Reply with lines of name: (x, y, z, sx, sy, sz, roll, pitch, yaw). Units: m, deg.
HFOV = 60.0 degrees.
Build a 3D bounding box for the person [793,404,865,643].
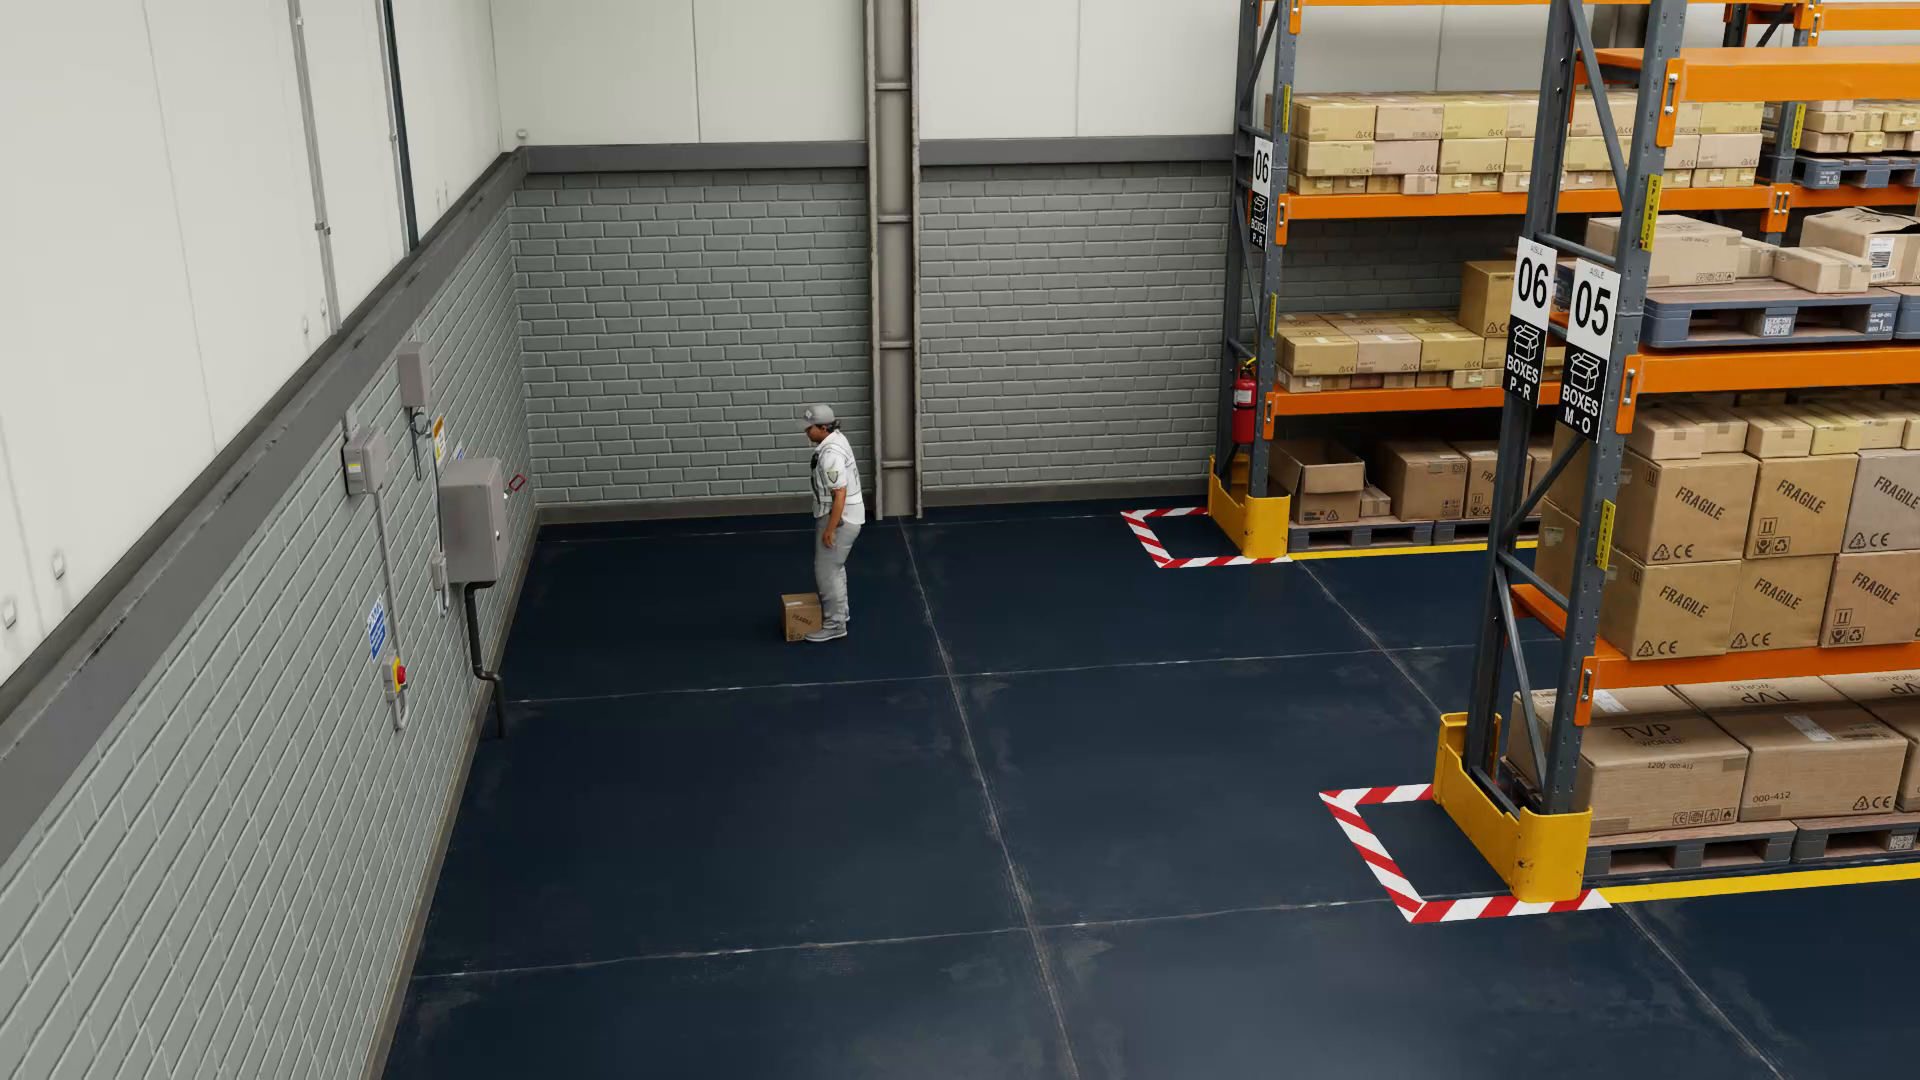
person: (-0.892, -0.140, 11.445, 0.465, 1.666, 0.538, -3, 20, -7)
